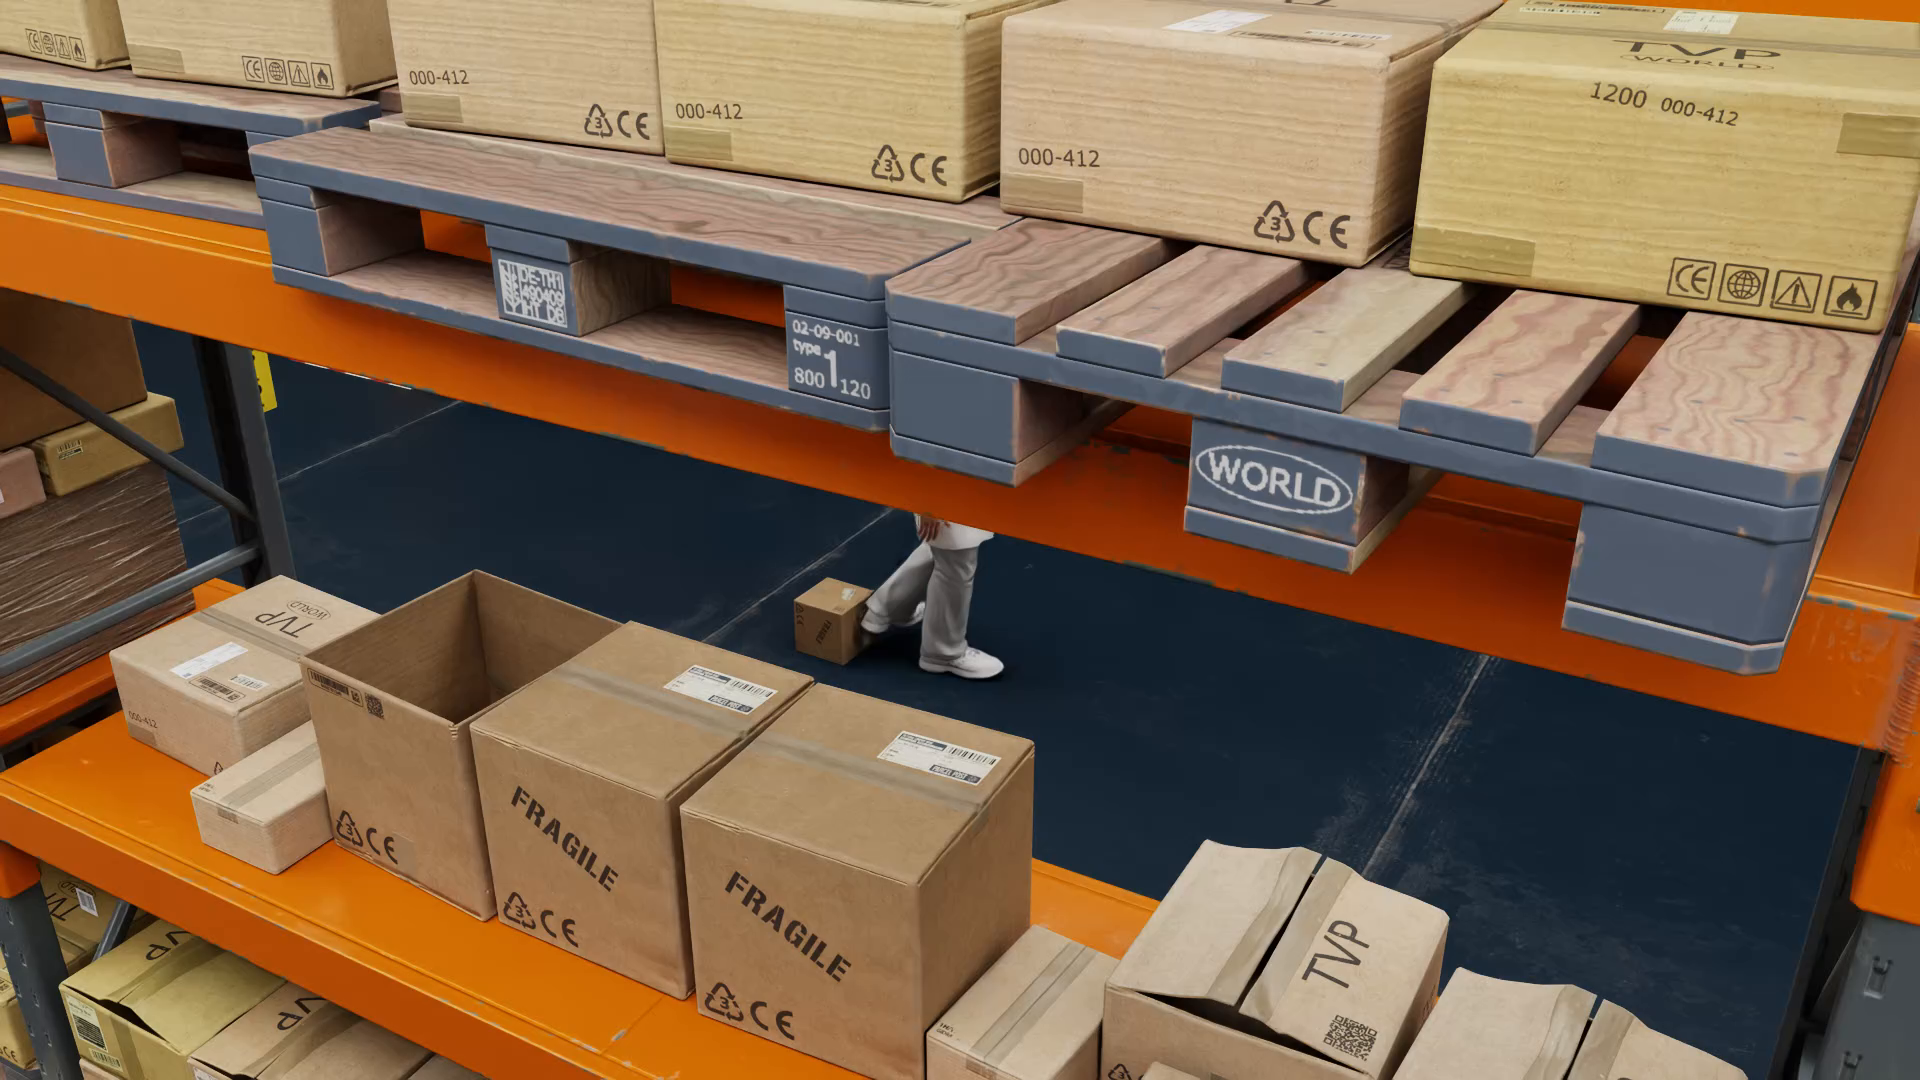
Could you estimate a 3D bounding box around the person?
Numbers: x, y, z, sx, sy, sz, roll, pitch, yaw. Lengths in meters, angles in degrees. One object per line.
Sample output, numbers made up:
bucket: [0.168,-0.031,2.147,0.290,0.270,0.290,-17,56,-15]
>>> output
person: [-0.118,-0.266,6.666,0.622,1.771,0.625,3,26,6]
